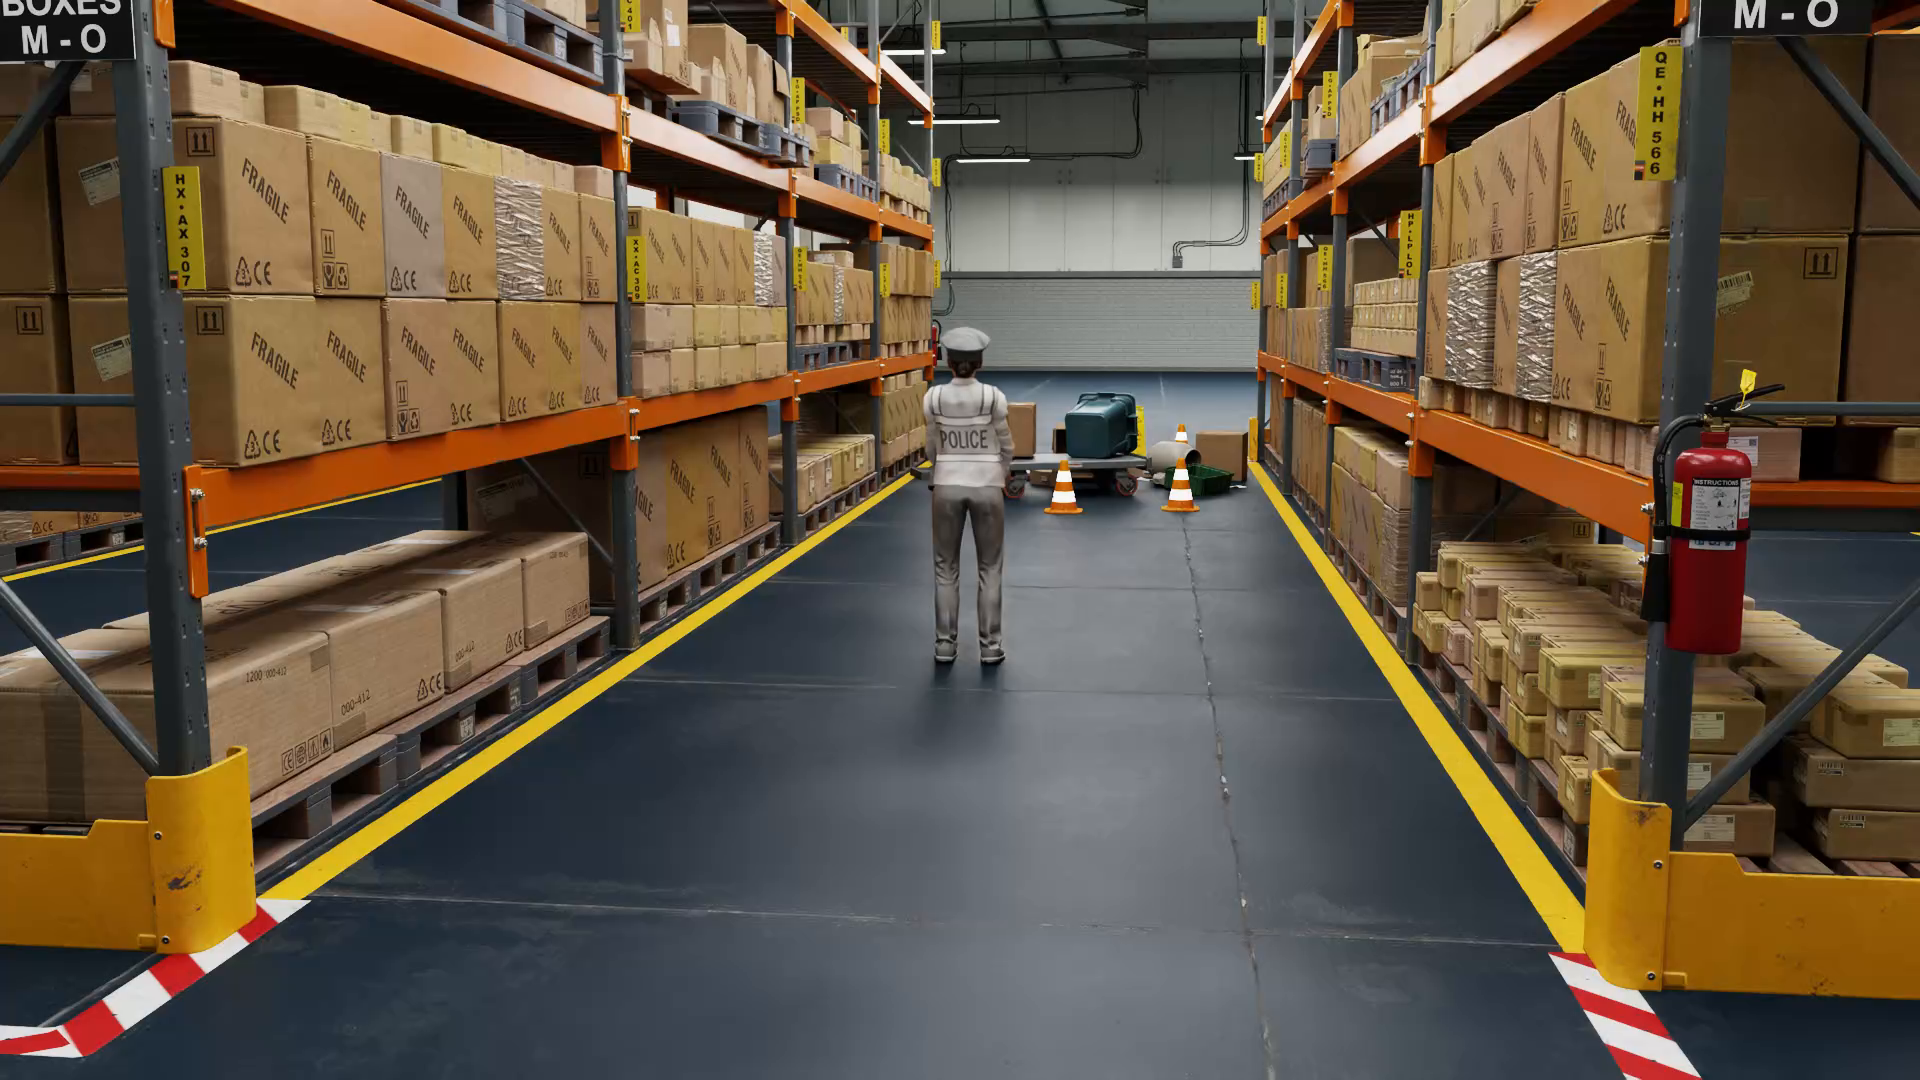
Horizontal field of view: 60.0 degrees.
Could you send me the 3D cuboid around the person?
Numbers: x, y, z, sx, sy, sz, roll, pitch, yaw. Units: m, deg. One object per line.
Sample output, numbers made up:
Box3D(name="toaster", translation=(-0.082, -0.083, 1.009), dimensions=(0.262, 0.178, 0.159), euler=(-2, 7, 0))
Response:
Box3D(name="person", translation=(0.049, -0.230, 8.423), dimensions=(0.457, 1.690, 0.539), euler=(1, 8, 7))
